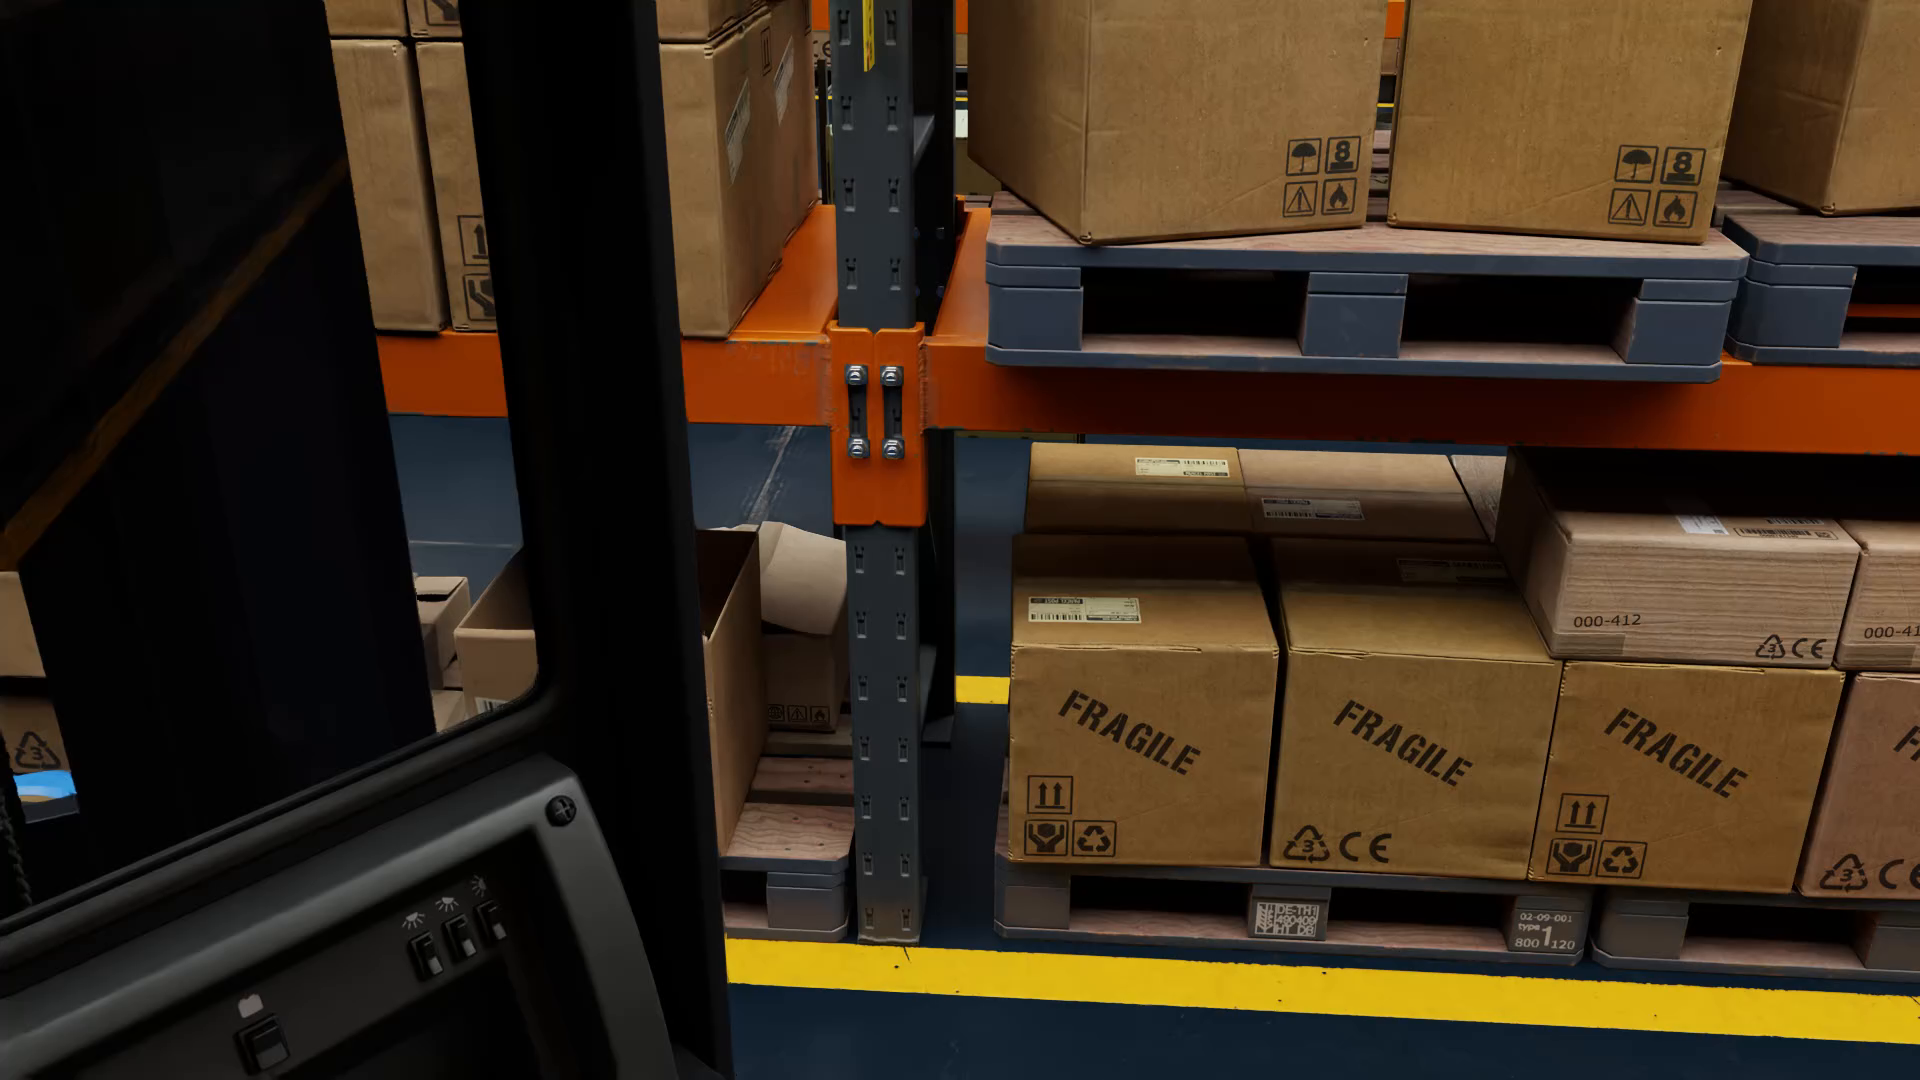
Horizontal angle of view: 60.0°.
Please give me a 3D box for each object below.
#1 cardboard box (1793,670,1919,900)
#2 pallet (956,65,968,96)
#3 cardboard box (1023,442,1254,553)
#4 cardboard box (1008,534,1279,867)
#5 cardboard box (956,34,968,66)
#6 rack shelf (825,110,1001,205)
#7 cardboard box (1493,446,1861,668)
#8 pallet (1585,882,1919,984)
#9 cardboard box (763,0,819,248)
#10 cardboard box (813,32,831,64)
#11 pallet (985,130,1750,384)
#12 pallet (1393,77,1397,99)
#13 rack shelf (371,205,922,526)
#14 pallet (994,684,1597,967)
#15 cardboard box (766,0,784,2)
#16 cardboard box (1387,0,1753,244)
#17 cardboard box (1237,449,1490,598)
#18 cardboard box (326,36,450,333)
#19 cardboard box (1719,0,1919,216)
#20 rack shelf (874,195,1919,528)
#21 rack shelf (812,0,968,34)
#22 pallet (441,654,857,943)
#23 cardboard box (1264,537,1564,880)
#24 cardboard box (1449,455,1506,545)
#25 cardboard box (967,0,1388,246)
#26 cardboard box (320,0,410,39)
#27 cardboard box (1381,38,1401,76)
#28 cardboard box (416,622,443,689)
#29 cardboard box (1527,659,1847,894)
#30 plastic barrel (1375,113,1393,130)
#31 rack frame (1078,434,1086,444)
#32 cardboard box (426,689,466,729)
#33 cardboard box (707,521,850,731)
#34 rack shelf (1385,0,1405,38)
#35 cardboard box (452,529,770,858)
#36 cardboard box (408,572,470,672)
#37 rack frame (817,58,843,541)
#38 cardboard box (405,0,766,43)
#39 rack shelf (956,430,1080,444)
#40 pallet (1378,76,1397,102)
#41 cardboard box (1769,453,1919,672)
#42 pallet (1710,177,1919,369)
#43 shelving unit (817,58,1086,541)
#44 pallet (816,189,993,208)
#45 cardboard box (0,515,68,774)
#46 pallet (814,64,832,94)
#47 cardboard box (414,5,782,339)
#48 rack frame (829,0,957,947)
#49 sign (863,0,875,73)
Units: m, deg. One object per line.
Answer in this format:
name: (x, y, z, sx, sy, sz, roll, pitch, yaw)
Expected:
cardboard box: (1.888, 0.367, 3.328, 0.500, 0.500, 0.500, 1, 25, 2)
pallet: (-0.100, -3.652, 12.935, 1.213, 0.211, 1.003, 2, 25, 4)
cardboard box: (0.404, 0.098, 3.912, 0.500, 0.500, 0.500, 2, 25, 4)
cardboard box: (0.354, 0.319, 3.432, 0.500, 0.500, 0.500, 1, 25, 2)
cardboard box: (0.000, -4.142, 12.703, 0.875, 0.875, 0.875, 2, 25, 4)
rack shelf: (0.007, -1.036, 4.773, 0.720, 0.370, 0.431, 2, 25, 4)
cardboard box: (1.351, 0.010, 3.206, 0.500, 0.250, 0.500, 2, 25, 4)
pallet: (1.924, 0.581, 3.734, 1.213, 0.211, 1.003, 2, 25, 4)
cardboard box: (-0.597, -0.909, 3.517, 0.500, 0.500, 0.500, 2, 25, 5)
cardboard box: (-0.897, -4.171, 12.766, 0.875, 0.875, 0.875, 2, 25, 4)
pallet: (0.678, -0.575, 3.142, 1.213, 0.211, 1.003, 2, 25, 4)
pallet: (3.860, -3.524, 12.656, 1.213, 0.211, 1.003, 2, 25, 4)
rack shelf: (-2.104, -0.471, 3.545, 4.000, 0.370, 1.077, 2, 25, 4)
pallet: (0.704, 0.543, 3.817, 1.213, 0.211, 1.003, 2, 25, 4)
cardboard box: (-0.558, -1.366, 3.314, 0.500, 0.500, 0.500, 2, 25, 5)
cardboard box: (1.036, -0.866, 2.921, 0.500, 0.500, 0.700, 6, 25, 12)
cardboard box: (0.896, 0.118, 3.870, 0.500, 0.500, 0.500, 2, 25, 4)
cardboard box: (-1.142, -0.704, 3.072, 0.500, 0.500, 0.500, 3, 25, 5)
cardboard box: (1.656, -0.939, 3.080, 0.500, 0.500, 0.700, -4, 25, -9)
rack shelf: (1.884, -0.343, 3.267, 4.000, 0.370, 1.077, 2, 25, 4)
rack shelf: (-1.721, -2.535, 8.032, 4.000, 0.370, 1.077, 2, 25, 4)
pallet: (-0.795, 0.511, 3.888, 1.213, 0.211, 1.003, 2, 25, 4)
cardboard box: (0.886, 0.332, 3.405, 0.500, 0.500, 0.500, 2, 25, 5)
cardboard box: (1.396, 0.134, 3.835, 0.500, 0.500, 0.500, 2, 25, 5)
cardboard box: (0.345, -0.861, 2.912, 0.500, 0.500, 0.700, -6, 25, -14)
cardboard box: (-1.145, -1.157, 2.860, 0.500, 0.500, 0.500, 1, 25, 3)
cardboard box: (3.066, -4.022, 12.443, 0.875, 0.875, 1.225, 2, 25, 4)
cardboard box: (-1.448, 0.364, 3.561, 0.500, 0.311, 0.500, 2, 25, 4)
cardboard box: (1.384, 0.351, 3.364, 0.500, 0.500, 0.500, 2, 25, 5)
plastic barrel: (2.076, -1.756, 7.952, 0.421, 0.512, 0.421, 0, 25, 0)
rack frame: (0.372, -0.669, 4.911, 0.023, 1.500, 0.400, 2, 25, 4)
cardboard box: (-1.078, 0.475, 3.514, 0.250, 0.149, 0.380, 2, 25, 4)
cardboard box: (-0.512, 0.184, 3.951, 0.500, 0.311, 0.500, 2, 25, 4)
rack shelf: (2.267, -2.407, 7.754, 4.000, 0.370, 1.077, 2, 25, 4)
cardboard box: (-0.700, 0.302, 3.469, 0.500, 0.500, 0.500, 2, 25, 4)
cardboard box: (-1.375, 0.227, 4.032, 0.250, 0.166, 0.380, 2, 25, 4)
rack frame: (-0.358, -0.693, 4.962, 0.023, 1.500, 0.400, 2, 25, 4)
cardboard box: (-0.634, -1.142, 2.827, 0.500, 0.500, 0.500, 2, 25, 4)
rack shelf: (0.007, -0.385, 5.072, 0.720, 0.370, 0.431, 2, 25, 4)
pallet: (2.647, -3.564, 12.744, 1.213, 0.211, 1.003, 2, 25, 4)
cardboard box: (1.851, 0.026, 3.171, 0.500, 0.250, 0.500, 1, 25, 3)
pallet: (1.939, -0.579, 3.149, 1.213, 0.211, 1.003, 2, 25, 4)
shelving unit: (0.007, -0.681, 4.936, 0.755, 1.500, 0.431, 2, 25, 4)
pallet: (-0.463, -1.539, 8.341, 1.213, 0.211, 1.003, 2, 25, 4)
cardboard box: (-1.984, 0.143, 3.812, 0.637, 0.503, 0.797, 2, 25, 4)
pallet: (-1.320, -3.690, 13.018, 1.213, 0.211, 1.003, 2, 25, 4)
cardboard box: (-0.628, -0.688, 3.037, 0.500, 0.500, 0.500, 2, 25, 5)
rack frame: (-0.110, -0.734, 3.256, 0.127, 3.000, 1.000, 2, 25, 4)
sign: (-0.144, -0.900, 2.583, 0.005, 0.325, 0.100, 2, 25, 4)
